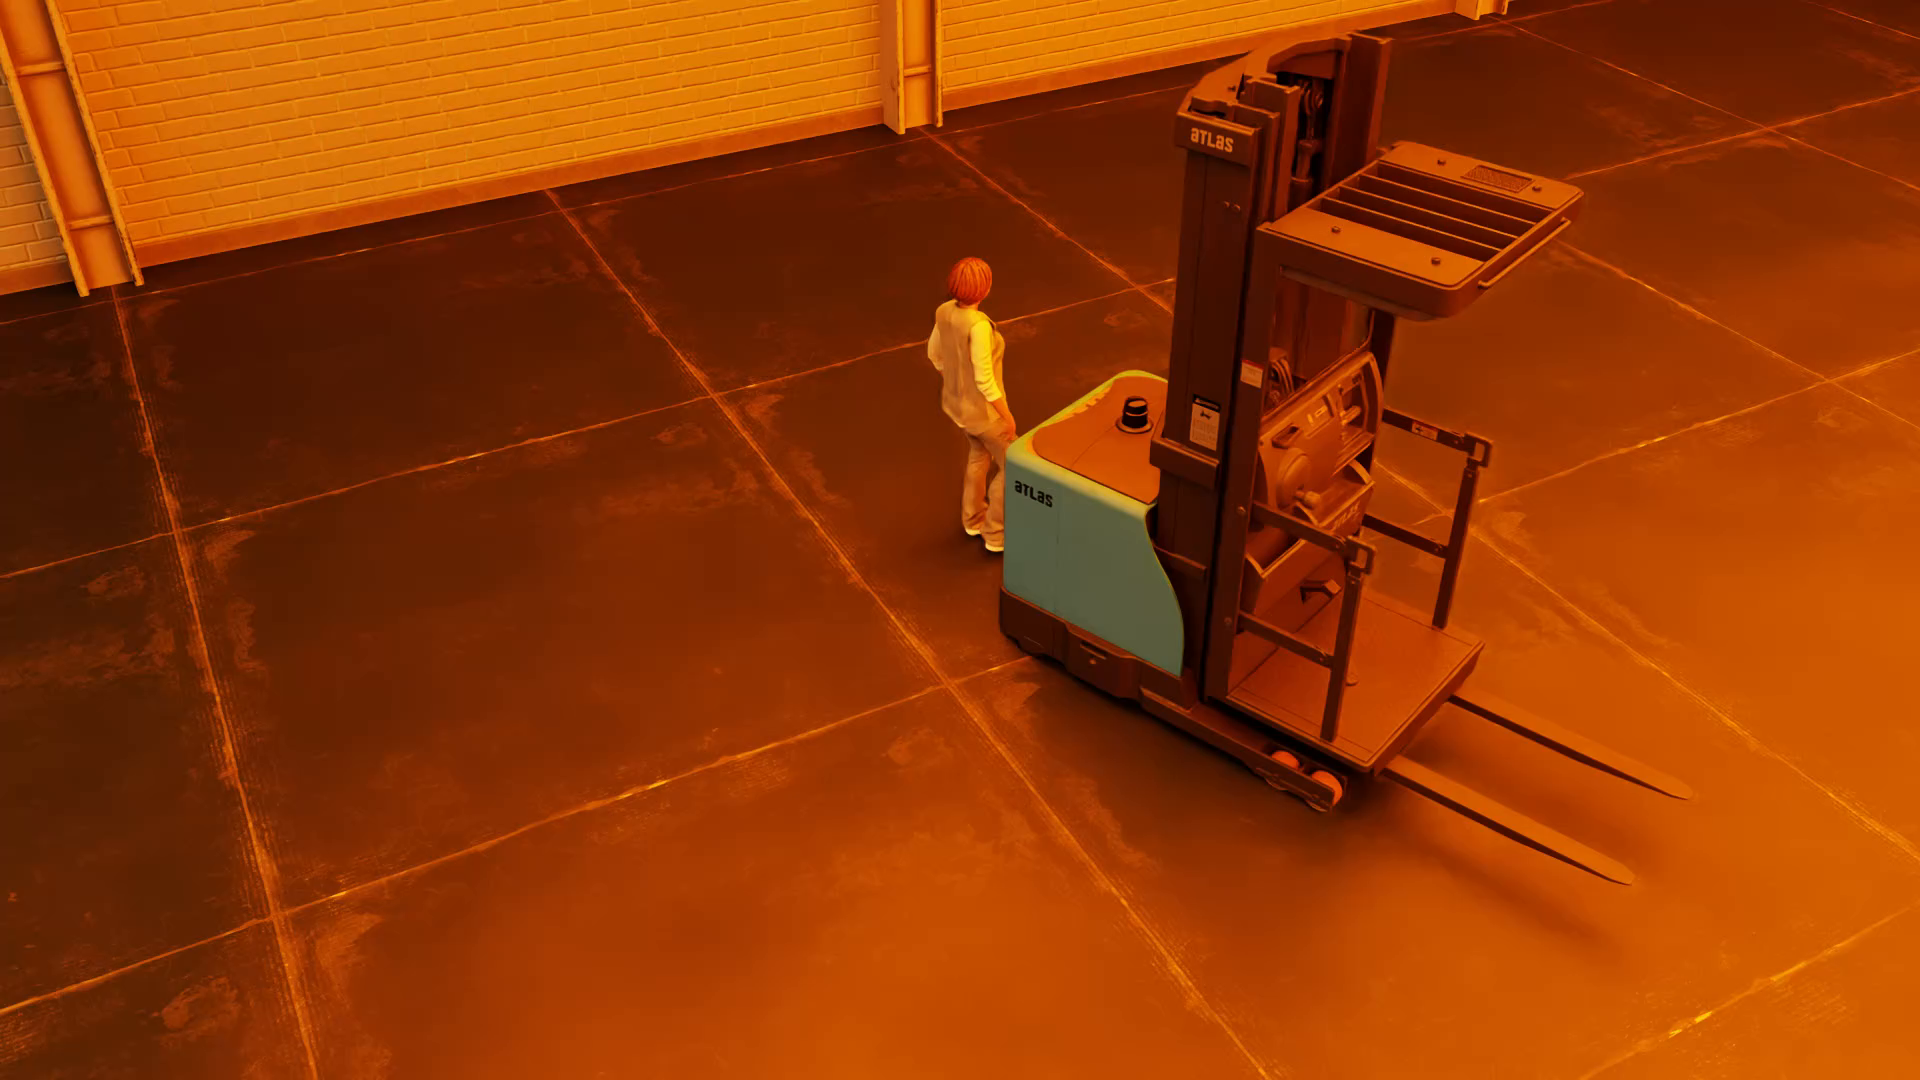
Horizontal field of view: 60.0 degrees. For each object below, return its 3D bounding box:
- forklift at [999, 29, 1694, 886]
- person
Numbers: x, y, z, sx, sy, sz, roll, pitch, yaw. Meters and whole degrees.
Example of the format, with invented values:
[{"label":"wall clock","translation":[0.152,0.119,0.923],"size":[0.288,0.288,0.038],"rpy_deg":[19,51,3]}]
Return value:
[{"label":"forklift","translation":[1.637,-0.398,6.686],"size":[3.031,2.935,1.130],"rpy_deg":[26,43,32]},{"label":"person","translation":[0.113,-0.674,8.256],"size":[0.391,1.575,0.583],"rpy_deg":[-20,40,-26]}]
